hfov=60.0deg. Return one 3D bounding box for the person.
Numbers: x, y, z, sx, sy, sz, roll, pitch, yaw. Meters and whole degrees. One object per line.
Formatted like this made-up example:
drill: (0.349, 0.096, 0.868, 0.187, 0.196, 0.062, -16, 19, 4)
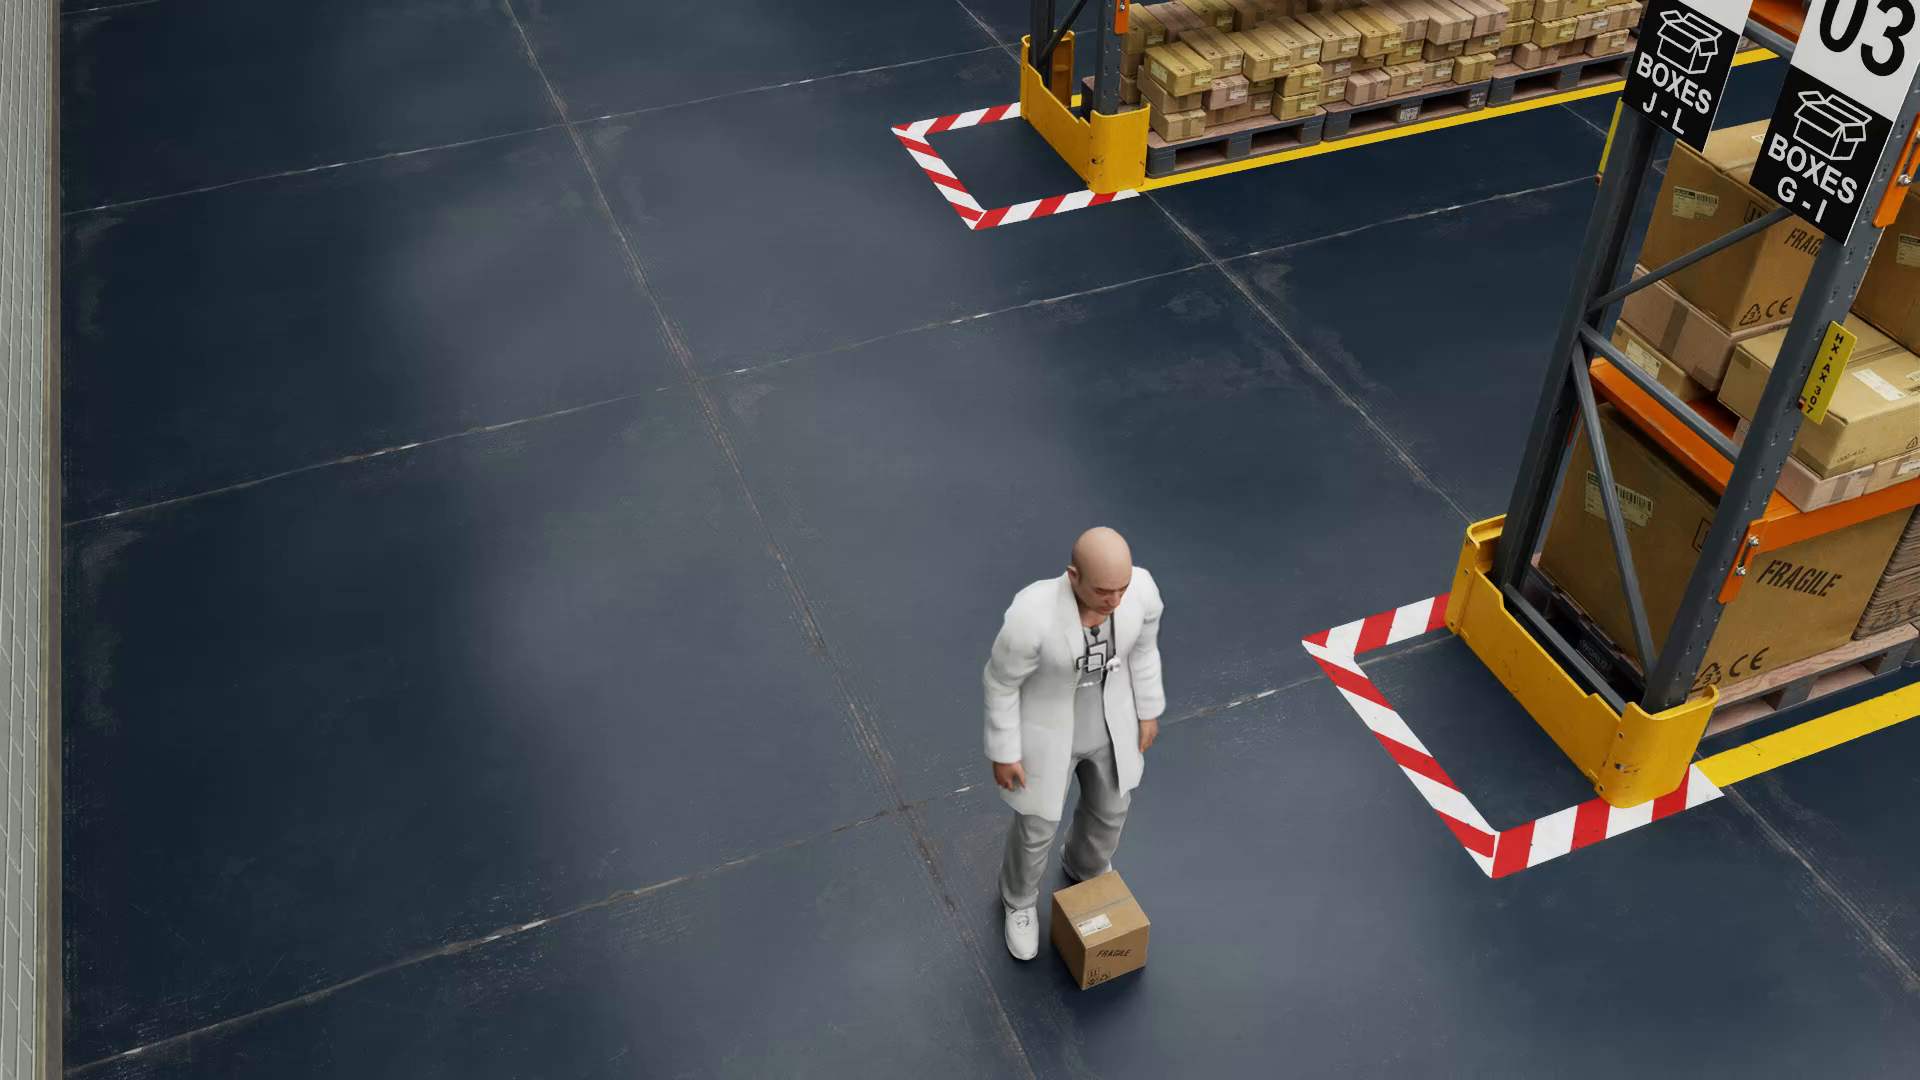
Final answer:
person: (0.377, 0.705, 5.514, 0.640, 1.577, 0.426, -16, 44, -17)
